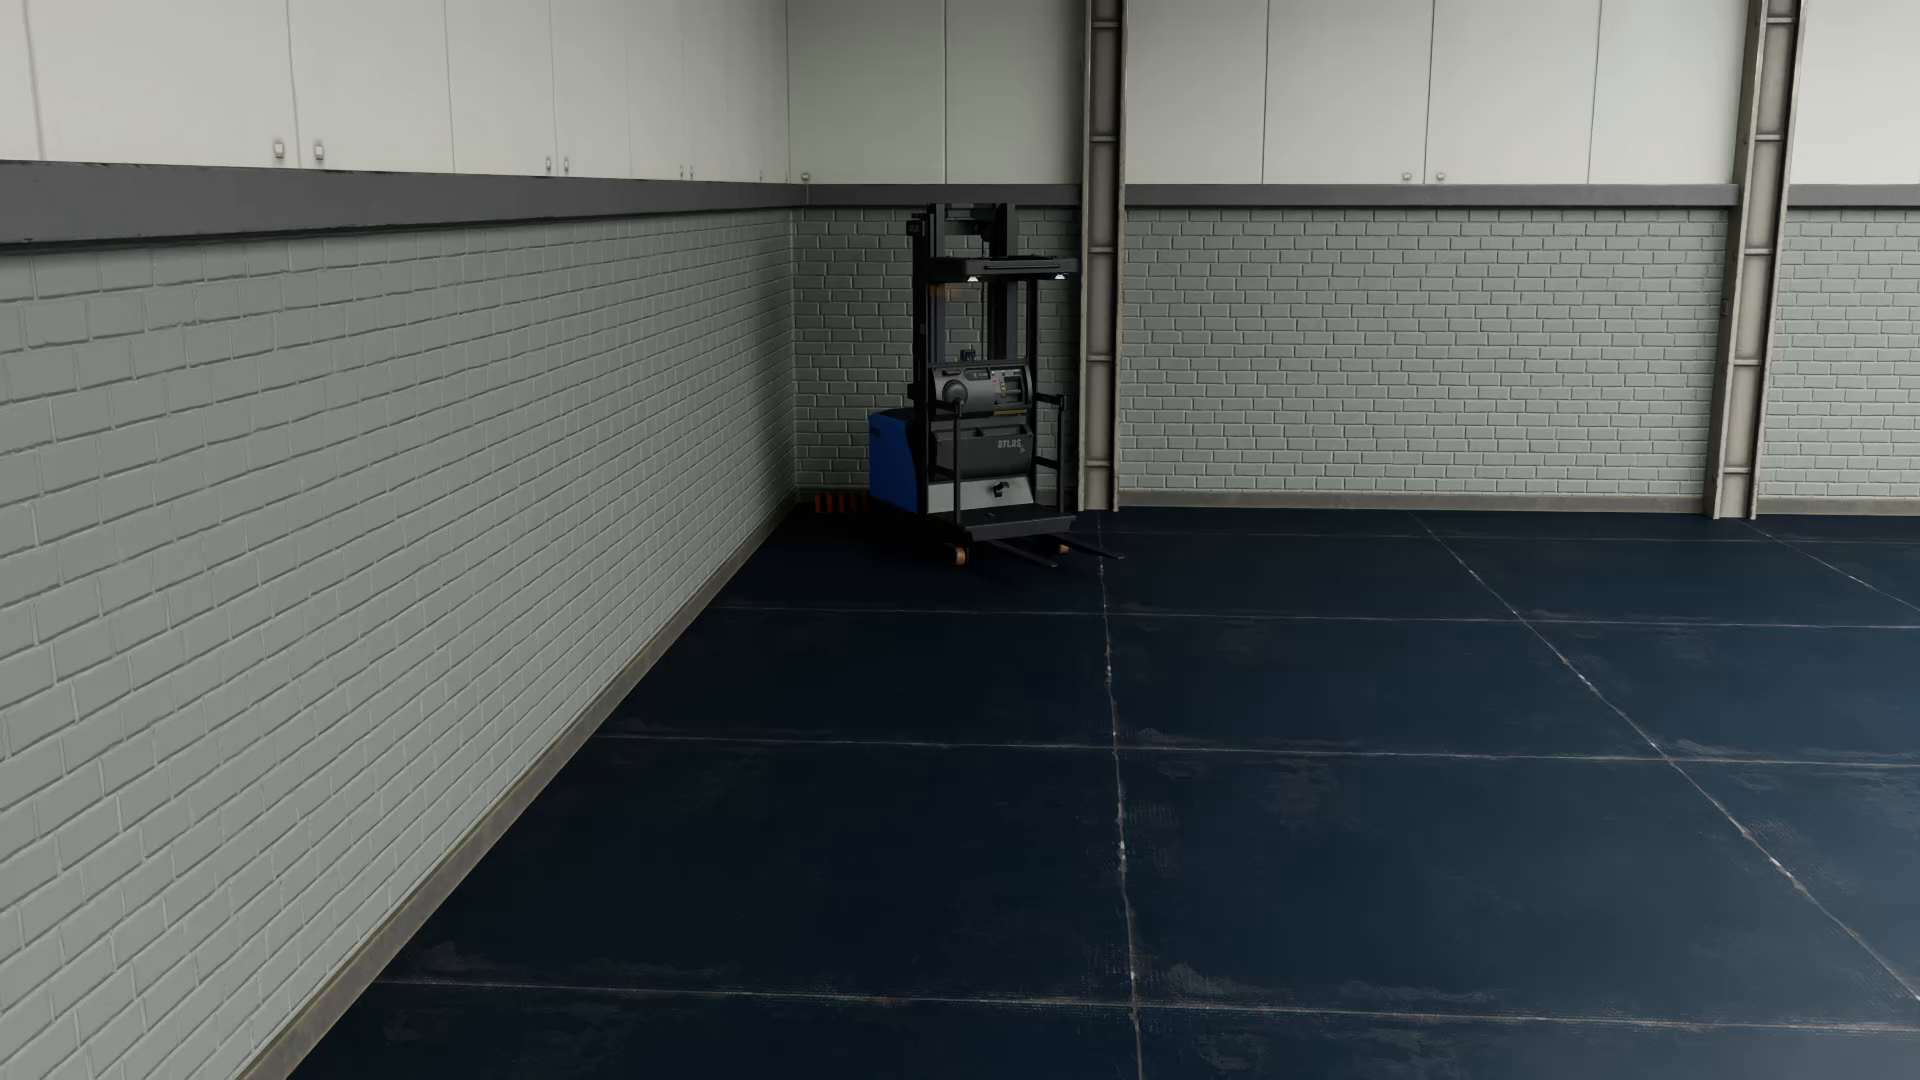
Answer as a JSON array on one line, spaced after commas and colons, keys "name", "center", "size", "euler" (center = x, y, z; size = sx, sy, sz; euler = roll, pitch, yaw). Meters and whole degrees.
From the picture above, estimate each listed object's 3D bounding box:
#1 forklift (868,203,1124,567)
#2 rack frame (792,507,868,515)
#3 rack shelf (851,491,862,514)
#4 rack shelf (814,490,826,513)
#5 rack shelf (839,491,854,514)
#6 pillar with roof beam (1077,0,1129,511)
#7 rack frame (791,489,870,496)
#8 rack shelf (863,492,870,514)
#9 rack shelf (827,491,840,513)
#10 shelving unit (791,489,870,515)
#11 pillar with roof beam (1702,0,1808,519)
[{"name": "forklift", "center": [0.289, -1.322, 13.928], "size": [1.130, 2.935, 3.031], "euler": [-6, 13, -27]}, {"name": "rack frame", "center": [-1.016, -0.275, 16.050], "size": [1.200, 0.006, 0.240], "euler": [2, 12, 10]}, {"name": "rack shelf", "center": [-0.972, -0.363, 16.024], "size": [0.103, 0.180, 0.258], "euler": [2, 12, 10]}, {"name": "rack shelf", "center": [-1.327, -0.374, 16.088], "size": [0.103, 0.180, 0.258], "euler": [2, 12, 10]}, {"name": "rack shelf", "center": [-1.091, -0.367, 16.045], "size": [0.103, 0.180, 0.258], "euler": [2, 12, 10]}, {"name": "pillar with roof beam", "center": [1.058, -3.837, 11.134], "size": [0.400, 9.000, 9.100], "euler": [1, 12, 4]}, {"name": "rack frame", "center": [-1.017, -0.454, 16.013], "size": [1.200, 0.006, 0.240], "euler": [2, 12, 10]}, {"name": "rack shelf", "center": [-0.854, -0.359, 16.002], "size": [0.103, 0.180, 0.258], "euler": [2, 12, 10]}, {"name": "rack shelf", "center": [-1.209, -0.371, 16.066], "size": [0.103, 0.180, 0.258], "euler": [2, 12, 10]}, {"name": "shelving unit", "center": [-1.016, -0.364, 16.032], "size": [1.200, 0.189, 0.258], "euler": [2, 12, 10]}, {"name": "pillar with roof beam", "center": [7.045, -3.755, 10.742], "size": [0.400, 9.000, 9.100], "euler": [1, 12, 4]}]
